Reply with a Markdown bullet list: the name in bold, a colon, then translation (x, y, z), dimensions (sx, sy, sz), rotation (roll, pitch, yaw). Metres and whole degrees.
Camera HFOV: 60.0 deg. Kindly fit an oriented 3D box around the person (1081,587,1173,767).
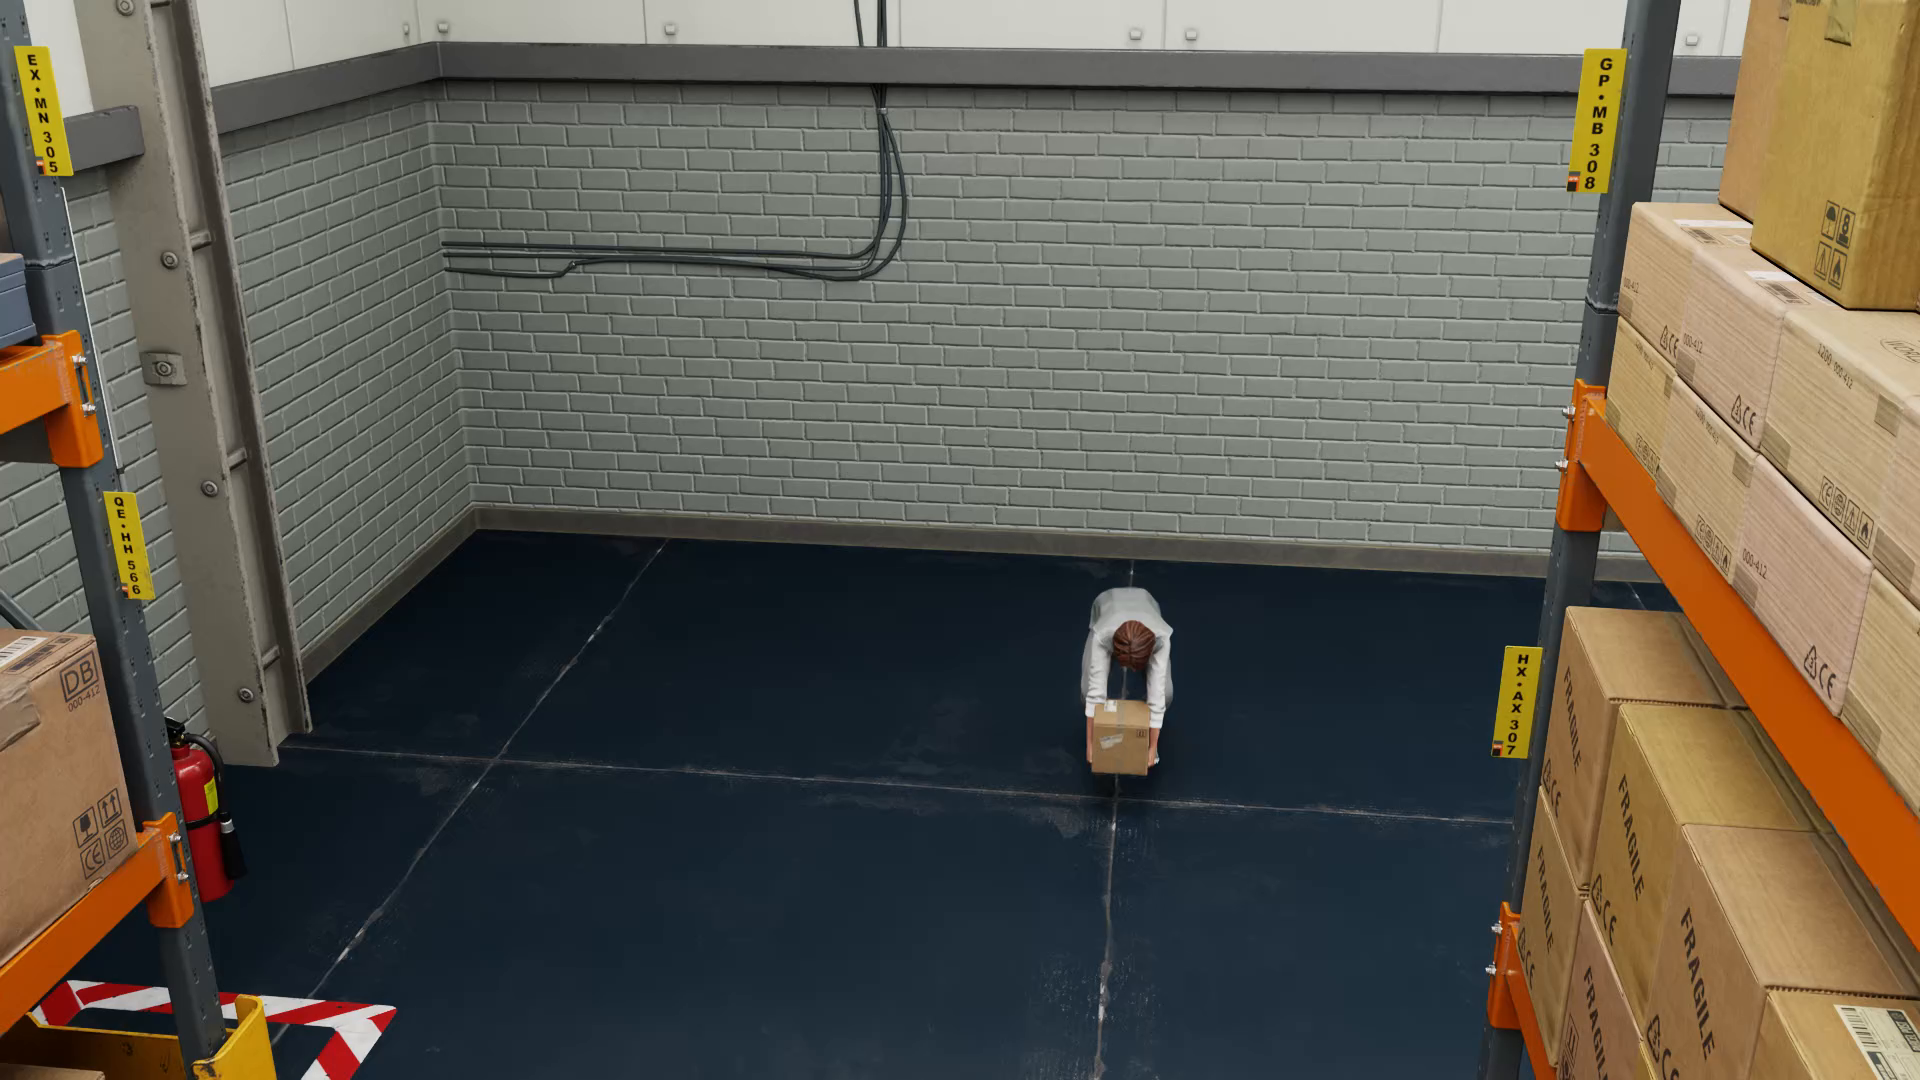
- **person**: translation (0.784, 0.680, 7.802), dimensions (0.431, 0.916, 0.861), rotation (2, 22, 4)
